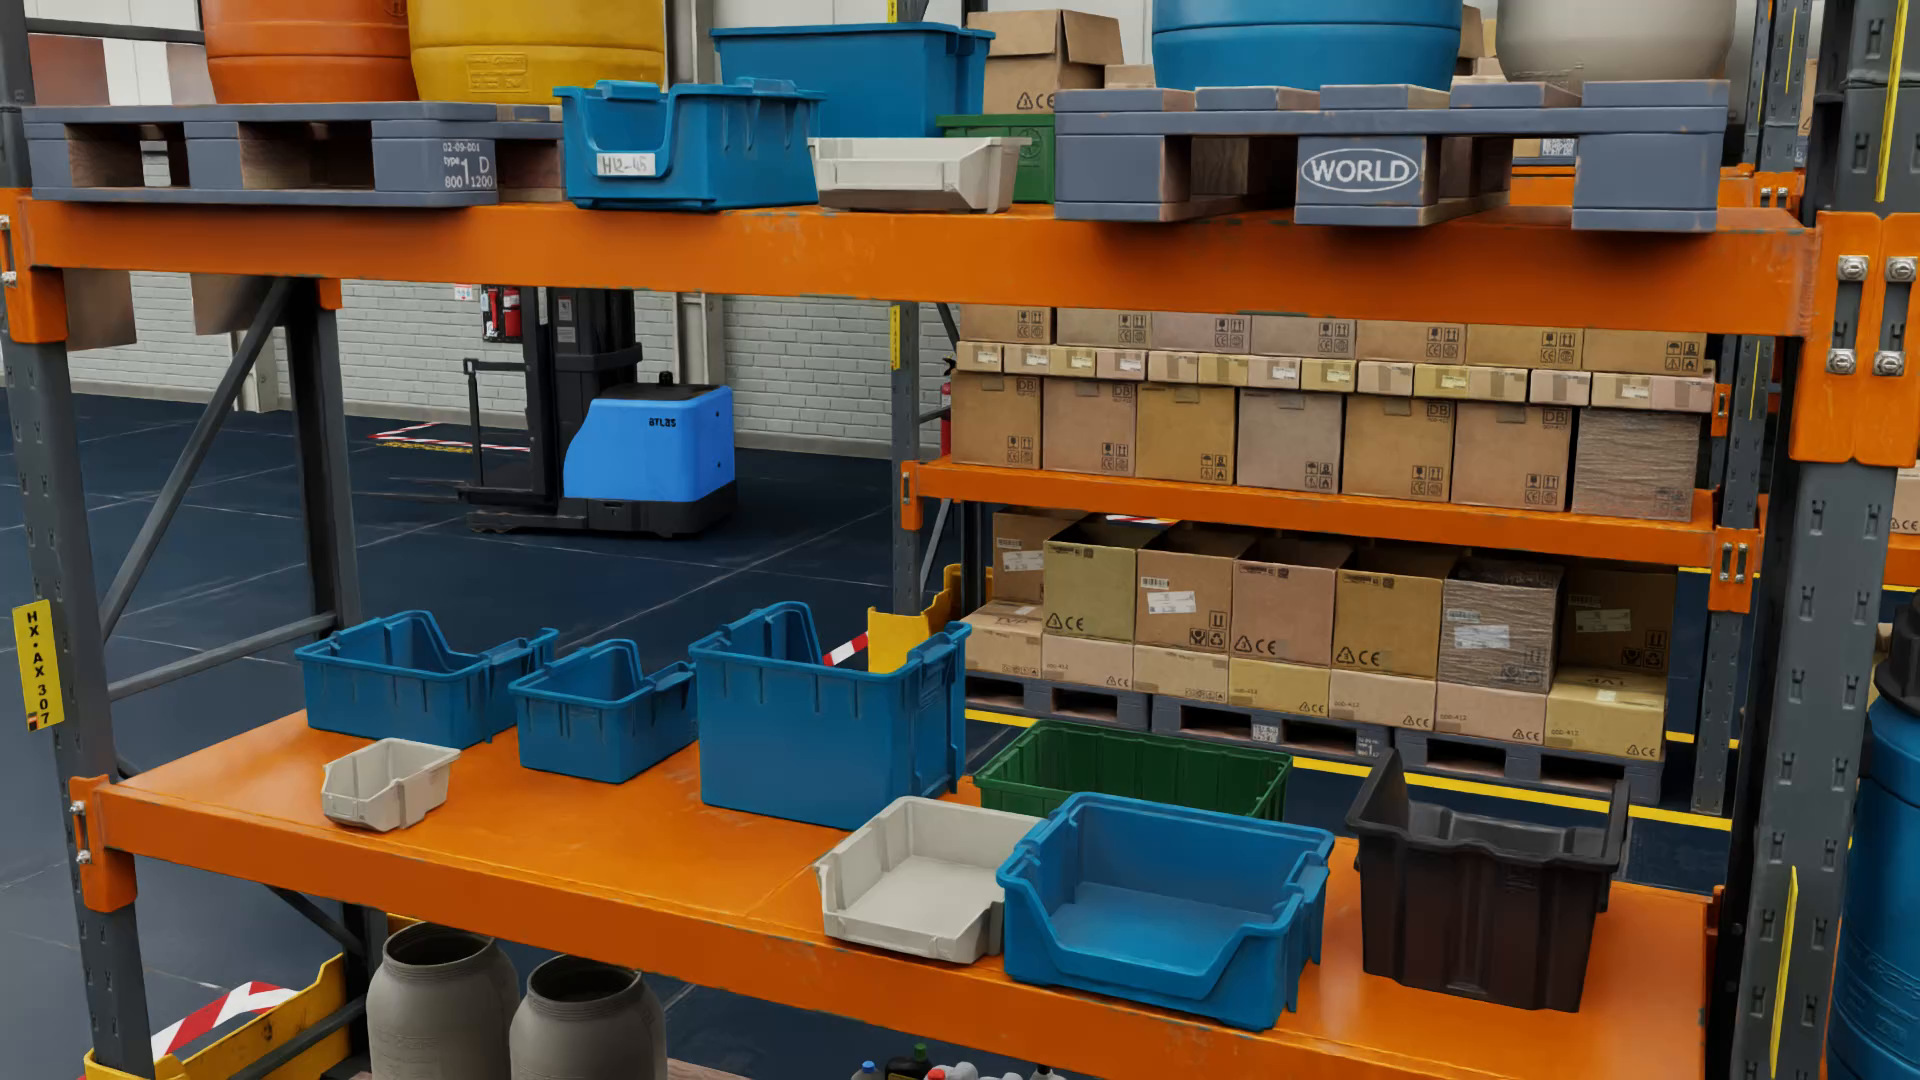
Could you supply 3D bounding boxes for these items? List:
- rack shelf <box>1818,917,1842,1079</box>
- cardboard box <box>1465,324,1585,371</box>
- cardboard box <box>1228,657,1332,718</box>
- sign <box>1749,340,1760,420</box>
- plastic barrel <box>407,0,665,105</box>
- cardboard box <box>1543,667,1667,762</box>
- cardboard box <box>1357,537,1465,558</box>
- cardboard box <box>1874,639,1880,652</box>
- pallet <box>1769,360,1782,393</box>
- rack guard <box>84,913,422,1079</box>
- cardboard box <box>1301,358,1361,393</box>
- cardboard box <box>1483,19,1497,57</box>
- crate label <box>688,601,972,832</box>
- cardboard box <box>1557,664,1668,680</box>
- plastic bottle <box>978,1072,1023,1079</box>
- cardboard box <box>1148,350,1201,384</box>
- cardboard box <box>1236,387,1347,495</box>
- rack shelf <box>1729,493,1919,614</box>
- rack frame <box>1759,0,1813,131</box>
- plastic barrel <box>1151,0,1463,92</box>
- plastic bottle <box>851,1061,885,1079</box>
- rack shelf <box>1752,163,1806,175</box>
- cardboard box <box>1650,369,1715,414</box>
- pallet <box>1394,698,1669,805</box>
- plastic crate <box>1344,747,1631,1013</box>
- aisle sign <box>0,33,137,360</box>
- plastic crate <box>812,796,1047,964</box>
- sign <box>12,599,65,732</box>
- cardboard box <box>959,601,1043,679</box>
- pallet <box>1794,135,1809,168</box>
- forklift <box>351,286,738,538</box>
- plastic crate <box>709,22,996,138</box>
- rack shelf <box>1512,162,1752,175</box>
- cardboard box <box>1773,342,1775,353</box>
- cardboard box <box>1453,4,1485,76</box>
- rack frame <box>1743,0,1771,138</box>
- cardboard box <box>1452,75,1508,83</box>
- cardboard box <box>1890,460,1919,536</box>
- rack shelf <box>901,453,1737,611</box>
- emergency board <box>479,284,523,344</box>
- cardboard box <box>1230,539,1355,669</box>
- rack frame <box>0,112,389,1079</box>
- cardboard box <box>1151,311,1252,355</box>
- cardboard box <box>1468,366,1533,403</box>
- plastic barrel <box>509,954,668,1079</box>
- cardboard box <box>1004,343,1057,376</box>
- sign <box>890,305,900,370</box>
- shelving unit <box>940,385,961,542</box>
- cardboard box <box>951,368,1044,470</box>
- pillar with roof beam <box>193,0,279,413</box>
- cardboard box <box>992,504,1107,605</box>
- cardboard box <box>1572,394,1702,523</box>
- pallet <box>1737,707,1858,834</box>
[{"bbox_3d":[3.373,1.245,2.459,4.000,0.370,1.077,6,14,23],"label":"rack shelf"},{"bbox_3d":[2.683,-1.091,7.781,0.500,0.500,0.700,6,14,23],"label":"cardboard box"},{"bbox_3d":[1.668,0.674,8.414,0.500,0.250,0.500,6,14,23],"label":"cardboard box"},{"bbox_3d":[3.331,-0.669,6.971,0.005,0.325,0.100,6,14,23],"label":"sign"},{"bbox_3d":[-1.019,-1.338,3.994,0.600,0.588,0.600,0,13,0],"label":"plastic barrel"},{"bbox_3d":[3.042,0.812,7.828,0.500,0.250,0.500,6,14,23],"label":"cardboard box"},{"bbox_3d":[2.342,0.243,8.610,0.500,0.500,0.500,6,14,23],"label":"cardboard box"},{"bbox_3d":[4.040,0.514,7.871,0.500,0.311,0.500,6,14,23],"label":"cardboard box"},{"bbox_3d":[6.197,-1.165,11.575,1.213,0.211,1.003,6,14,23],"label":"pallet"},{"bbox_3d":[-2.024,1.553,5.040,0.348,0.500,1.175,6,14,23],"label":"rack guard"},{"bbox_3d":[1.814,-0.812,8.008,0.250,0.149,0.380,6,15,25],"label":"cardboard box"},{"bbox_3d":[4.002,-3.450,11.873,0.500,0.500,0.500,5,14,21],"label":"cardboard box"},{"bbox_3d":[-0.321,0.436,4.254,0.616,0.435,0.502,6,14,23],"label":"crate label"},{"bbox_3d":[3.253,0.703,8.292,0.500,0.250,0.500,6,14,23],"label":"cardboard box"},{"bbox_3d":[0.090,1.571,4.491,0.135,0.276,0.152,5,14,22],"label":"plastic bottle"},{"bbox_3d":[1.113,-0.883,8.313,0.250,0.149,0.380,5,14,21],"label":"cardboard box"},{"bbox_3d":[1.735,-0.555,8.336,0.500,0.500,0.700,6,15,25],"label":"cardboard box"},{"bbox_3d":[5.383,0.210,6.867,4.000,0.370,1.077,6,14,23],"label":"rack shelf"},{"bbox_3d":[3.554,-3.246,6.888,0.127,3.000,1.000,6,14,23],"label":"rack frame"},{"bbox_3d":[0.678,-1.314,3.206,0.708,0.901,0.600,6,14,23],"label":"plastic barrel"},{"bbox_3d":[-0.256,1.566,4.678,0.097,0.201,0.097,0,13,0],"label":"plastic bottle"},{"bbox_3d":[7.386,-2.285,10.935,4.000,0.370,1.077,6,14,23],"label":"rack shelf"},{"bbox_3d":[3.219,-0.670,7.404,0.250,0.149,0.380,6,14,23],"label":"cardboard box"},{"bbox_3d":[2.844,0.950,8.243,1.213,0.211,1.003,6,14,23],"label":"pallet"},{"bbox_3d":[1.117,0.665,3.492,0.504,0.338,0.767,6,14,23],"label":"plastic crate"},{"bbox_3d":[-2.297,-0.872,4.214,0.004,0.787,0.394,6,14,23],"label":"aisle sign"},{"bbox_3d":[-0.043,0.740,3.611,0.437,0.136,0.530,6,14,23],"label":"plastic crate"},{"bbox_3d":[-2.340,0.319,4.223,0.005,0.325,0.100,6,14,23],"label":"sign"},{"bbox_3d":[0.297,0.535,9.007,0.500,0.250,0.500,6,14,23],"label":"cardboard box"},{"bbox_3d":[6.078,-2.649,11.325,1.003,0.211,1.213,6,14,23],"label":"pallet"},{"bbox_3d":[-3.384,-1.593,13.130,3.031,2.935,1.130,3,13,12],"label":"forklift"},{"bbox_3d":[-0.247,-1.000,3.918,0.575,0.384,0.392,6,14,23],"label":"plastic crate"},{"bbox_3d":[3.728,-2.655,12.512,4.000,0.370,1.077,6,14,23],"label":"rack shelf"},{"bbox_3d":[6.009,-1.569,11.691,0.500,0.500,0.700,6,14,23],"label":"cardboard box"},{"bbox_3d":[2.099,-2.287,7.917,0.637,0.503,0.797,8,15,29],"label":"cardboard box"},{"bbox_3d":[5.557,-4.281,11.299,0.127,3.000,1.000,6,14,23],"label":"rack frame"},{"bbox_3d":[2.340,-1.990,7.428,0.250,0.149,0.380,6,14,23],"label":"cardboard box"},{"bbox_3d":[4.022,-0.215,7.435,0.500,0.250,0.500,7,15,27],"label":"cardboard box"},{"bbox_3d":[1.725,-0.160,8.444,4.000,0.370,1.077,6,14,23],"label":"rack shelf"},{"bbox_3d":[-4.840,-2.638,17.430,0.643,1.169,0.194,6,14,23],"label":"emergency board"},{"bbox_3d":[1.667,0.310,8.328,0.500,0.500,0.500,6,14,23],"label":"cardboard box"},{"bbox_3d":[-2.113,0.339,4.743,0.127,3.000,1.000,6,14,23],"label":"rack frame"},{"bbox_3d":[1.311,-1.231,8.374,0.500,0.500,0.700,6,14,23],"label":"cardboard box"},{"bbox_3d":[2.512,-0.741,7.707,0.250,0.149,0.380,6,14,23],"label":"cardboard box"},{"bbox_3d":[-1.022,1.437,4.590,0.421,0.512,0.421,0,13,0],"label":"plastic barrel"},{"bbox_3d":[0.411,-0.954,8.617,0.250,0.149,0.380,5,14,22],"label":"cardboard box"},{"bbox_3d":[-0.333,-1.040,8.551,0.005,0.325,0.100,6,14,23],"label":"sign"},{"bbox_3d":[-0.013,-0.585,12.623,0.189,1.200,0.258,6,14,23],"label":"shelving unit"},{"bbox_3d":[0.318,-0.698,8.944,0.500,0.500,0.700,6,14,23],"label":"cardboard box"},{"bbox_3d":[-9.825,-4.978,14.270,0.400,9.000,9.100,6,14,23],"label":"pillar with roof beam"},{"bbox_3d":[0.508,0.062,9.385,0.500,0.500,0.500,6,14,23],"label":"cardboard box"},{"bbox_3d":[3.146,-0.413,7.731,0.500,0.500,0.700,5,14,22],"label":"cardboard box"},{"bbox_3d":[4.243,1.093,7.636,1.213,0.211,1.003,6,14,23],"label":"pallet"}]
